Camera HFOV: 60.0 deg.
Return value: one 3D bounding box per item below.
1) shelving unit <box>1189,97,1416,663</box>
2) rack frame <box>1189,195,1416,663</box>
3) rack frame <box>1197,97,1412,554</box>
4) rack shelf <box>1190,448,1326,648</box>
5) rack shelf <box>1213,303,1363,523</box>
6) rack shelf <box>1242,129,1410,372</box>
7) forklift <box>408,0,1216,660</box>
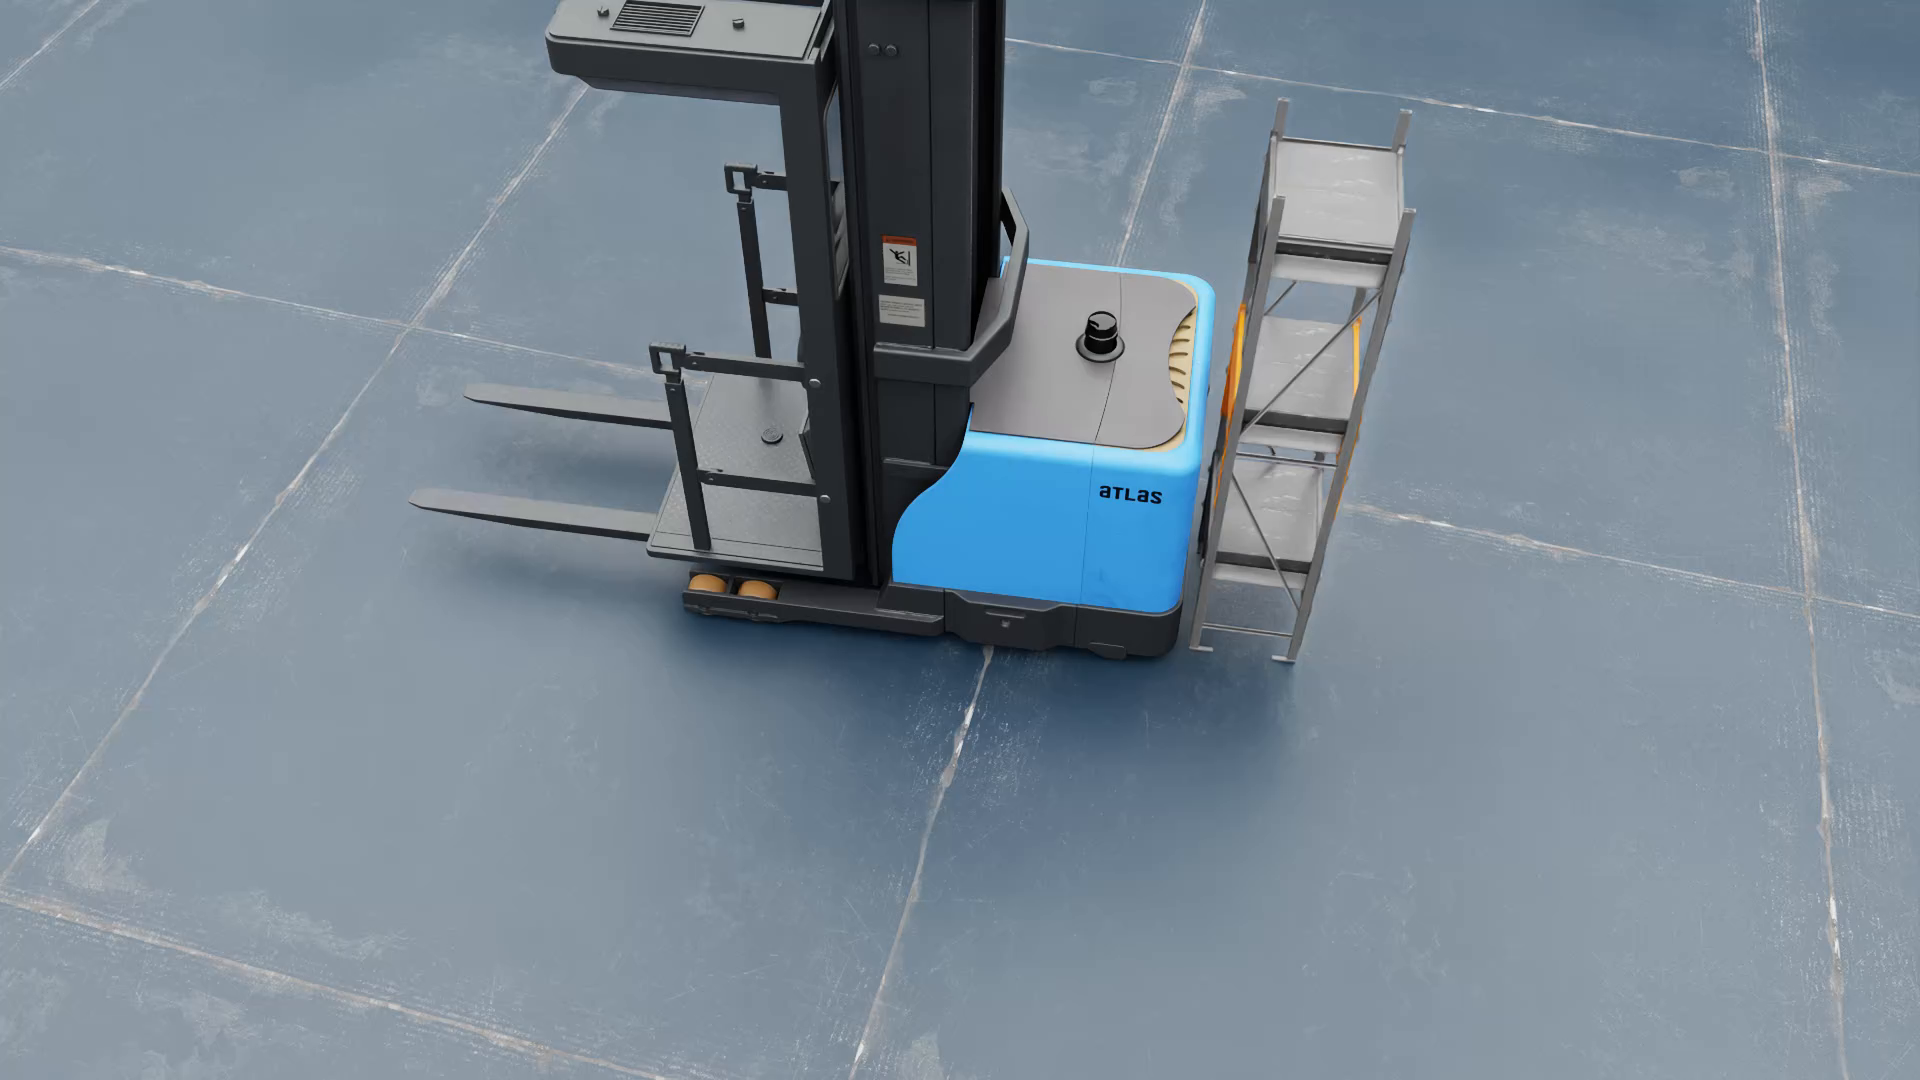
[{"bbox_3d":[1.114,-0.440,5.653,0.431,2.100,0.503,7,49,5],"label":"shelving unit"},{"bbox_3d":[1.077,-0.259,5.494,0.400,2.100,0.015,7,49,5],"label":"rack frame"},{"bbox_3d":[1.152,-0.621,5.813,0.400,2.100,0.015,7,49,5],"label":"rack frame"},{"bbox_3d":[1.106,0.031,6.189,0.431,0.518,0.480,7,49,5],"label":"rack shelf"},{"bbox_3d":[1.114,-0.431,5.663,0.431,0.518,0.480,7,49,5],"label":"rack shelf"},{"bbox_3d":[1.122,-0.893,5.138,0.431,0.518,0.480,7,49,5],"label":"rack shelf"},{"bbox_3d":[-0.615,-1.043,5.634,3.031,2.935,1.130,7,49,6],"label":"forklift"}]
